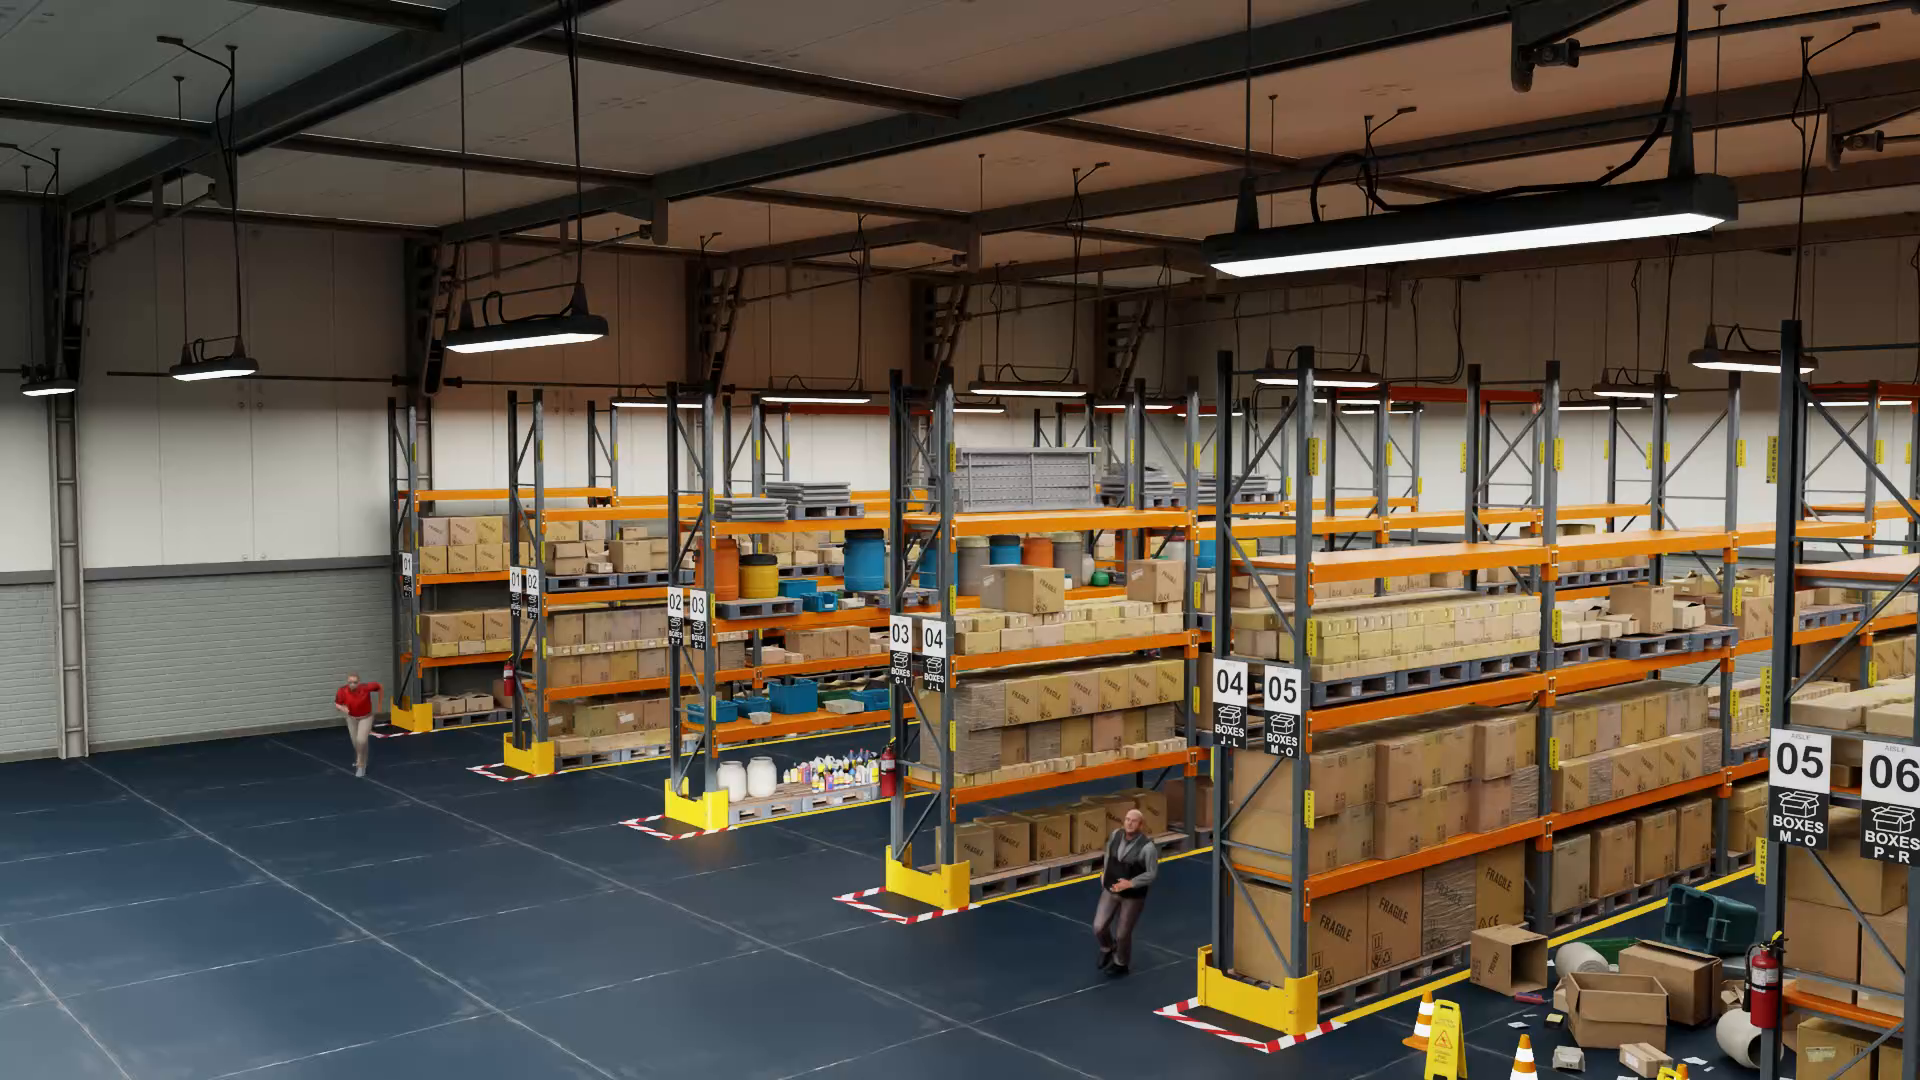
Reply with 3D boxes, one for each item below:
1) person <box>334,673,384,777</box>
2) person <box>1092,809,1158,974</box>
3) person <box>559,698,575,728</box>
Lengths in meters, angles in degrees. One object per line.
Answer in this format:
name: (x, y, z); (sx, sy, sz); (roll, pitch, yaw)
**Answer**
person: (-9.359, 2.874, 25.974); (0.704, 1.686, 1.021); (0, 3, -8)
person: (1.592, 3.396, 15.969); (0.694, 1.663, 0.596); (2, 4, 31)
person: (-6.827, 2.568, 28.857); (0.688, 1.781, 0.950); (1, 4, 23)
